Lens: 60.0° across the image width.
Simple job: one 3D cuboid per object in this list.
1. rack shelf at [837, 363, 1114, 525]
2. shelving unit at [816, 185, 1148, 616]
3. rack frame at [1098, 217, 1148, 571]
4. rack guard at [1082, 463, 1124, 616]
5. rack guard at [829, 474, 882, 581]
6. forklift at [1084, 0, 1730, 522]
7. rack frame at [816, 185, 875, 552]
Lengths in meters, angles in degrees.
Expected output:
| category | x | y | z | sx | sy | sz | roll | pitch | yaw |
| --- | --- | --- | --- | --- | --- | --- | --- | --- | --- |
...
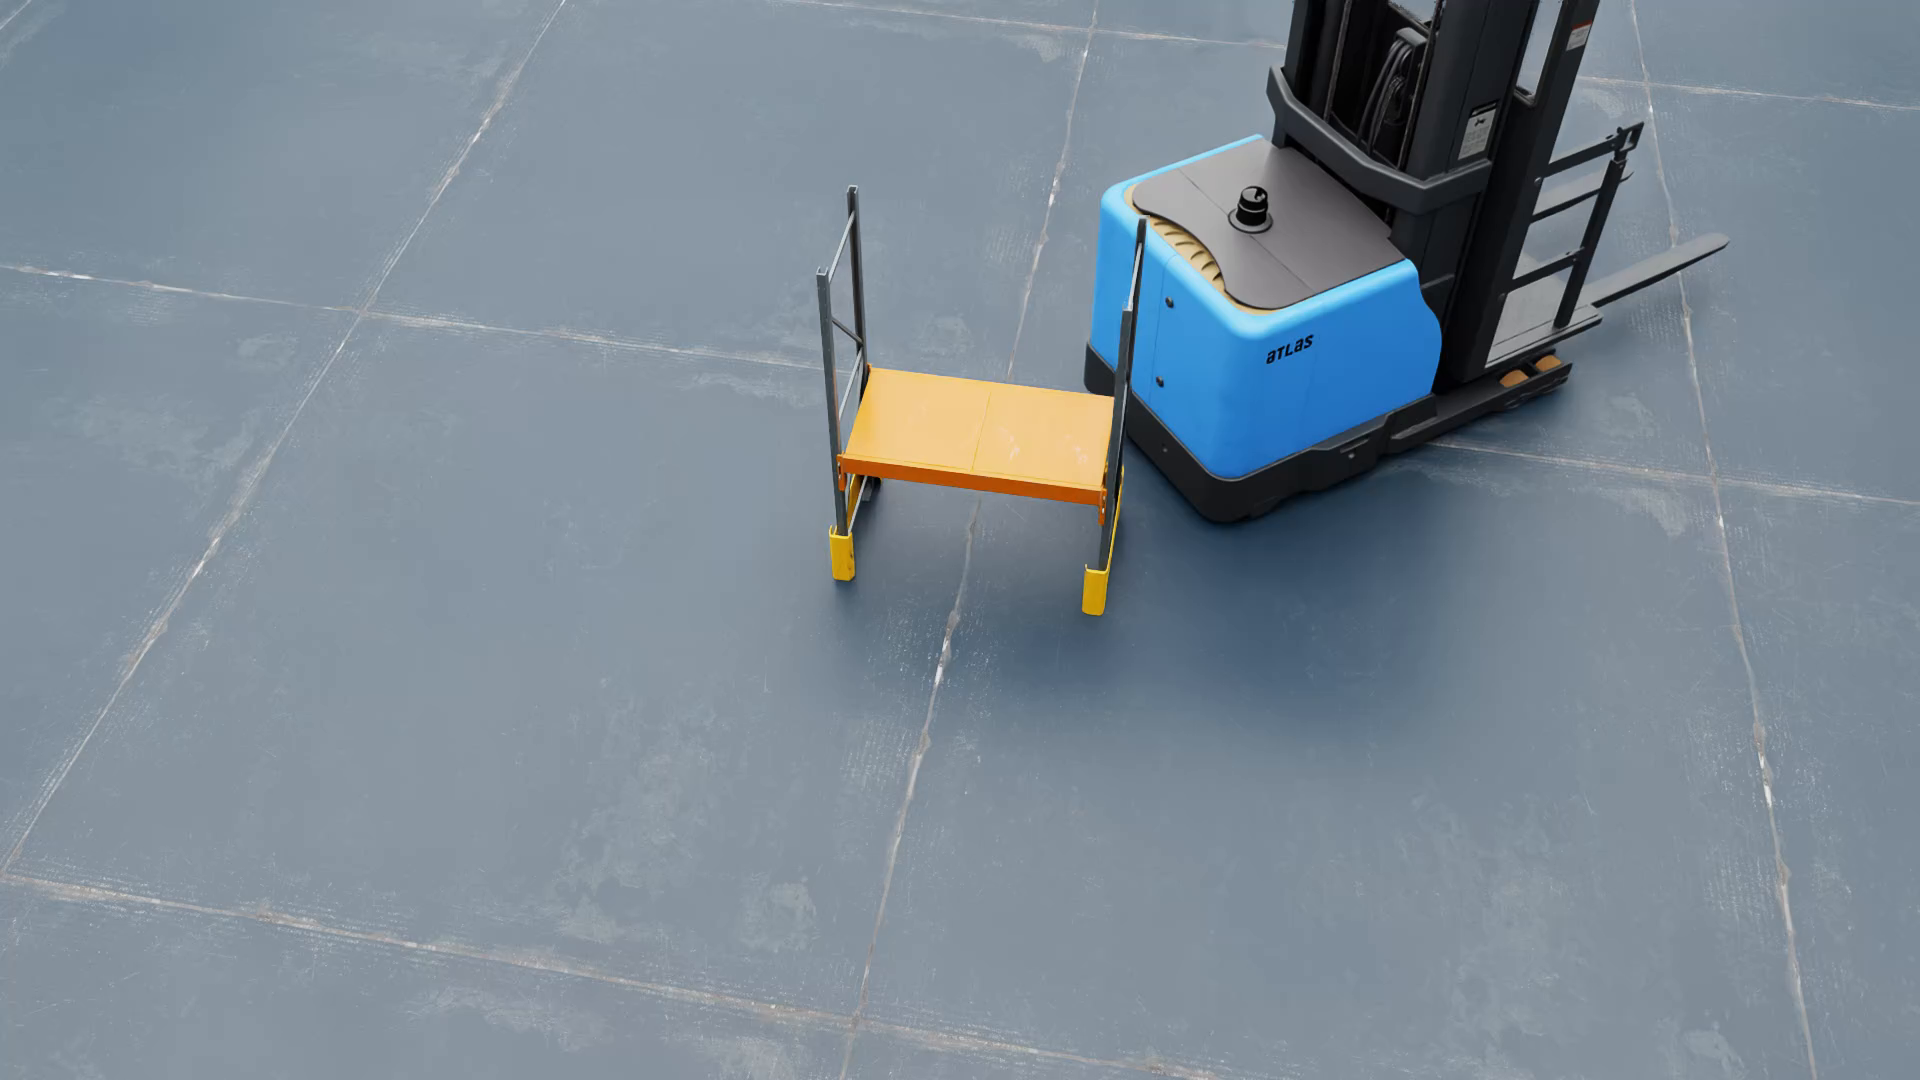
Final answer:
| category | x | y | z | sx | sy | sz | roll | pitch | yaw |
| --- | --- | --- | --- | --- | --- | --- | --- | --- | --- |
| rack shelf | 0.084 | -0.370 | 6.288 | 1.000 | 0.185 | 0.538 | 8 | 49 | 7 |
| shelving unit | 0.075 | -0.491 | 6.155 | 1.083 | 1.500 | 0.587 | 8 | 49 | 7 |
| rack frame | 0.584 | -0.423 | 6.094 | 0.032 | 1.500 | 0.500 | 8 | 49 | 7 |
| rack guard | 0.565 | -0.008 | 6.561 | 0.087 | 0.250 | 0.587 | 8 | 49 | 7 |
| rack guard | -0.415 | -0.139 | 6.679 | 0.087 | 0.250 | 0.587 | 8 | 49 | 7 |
| forklift | 2.075 | -1.872 | 6.433 | 3.031 | 2.935 | 1.130 | -23 | 52 | -19 |
| rack frame | -0.416 | -0.557 | 6.214 | 0.032 | 1.500 | 0.500 | 8 | 49 | 7 |
